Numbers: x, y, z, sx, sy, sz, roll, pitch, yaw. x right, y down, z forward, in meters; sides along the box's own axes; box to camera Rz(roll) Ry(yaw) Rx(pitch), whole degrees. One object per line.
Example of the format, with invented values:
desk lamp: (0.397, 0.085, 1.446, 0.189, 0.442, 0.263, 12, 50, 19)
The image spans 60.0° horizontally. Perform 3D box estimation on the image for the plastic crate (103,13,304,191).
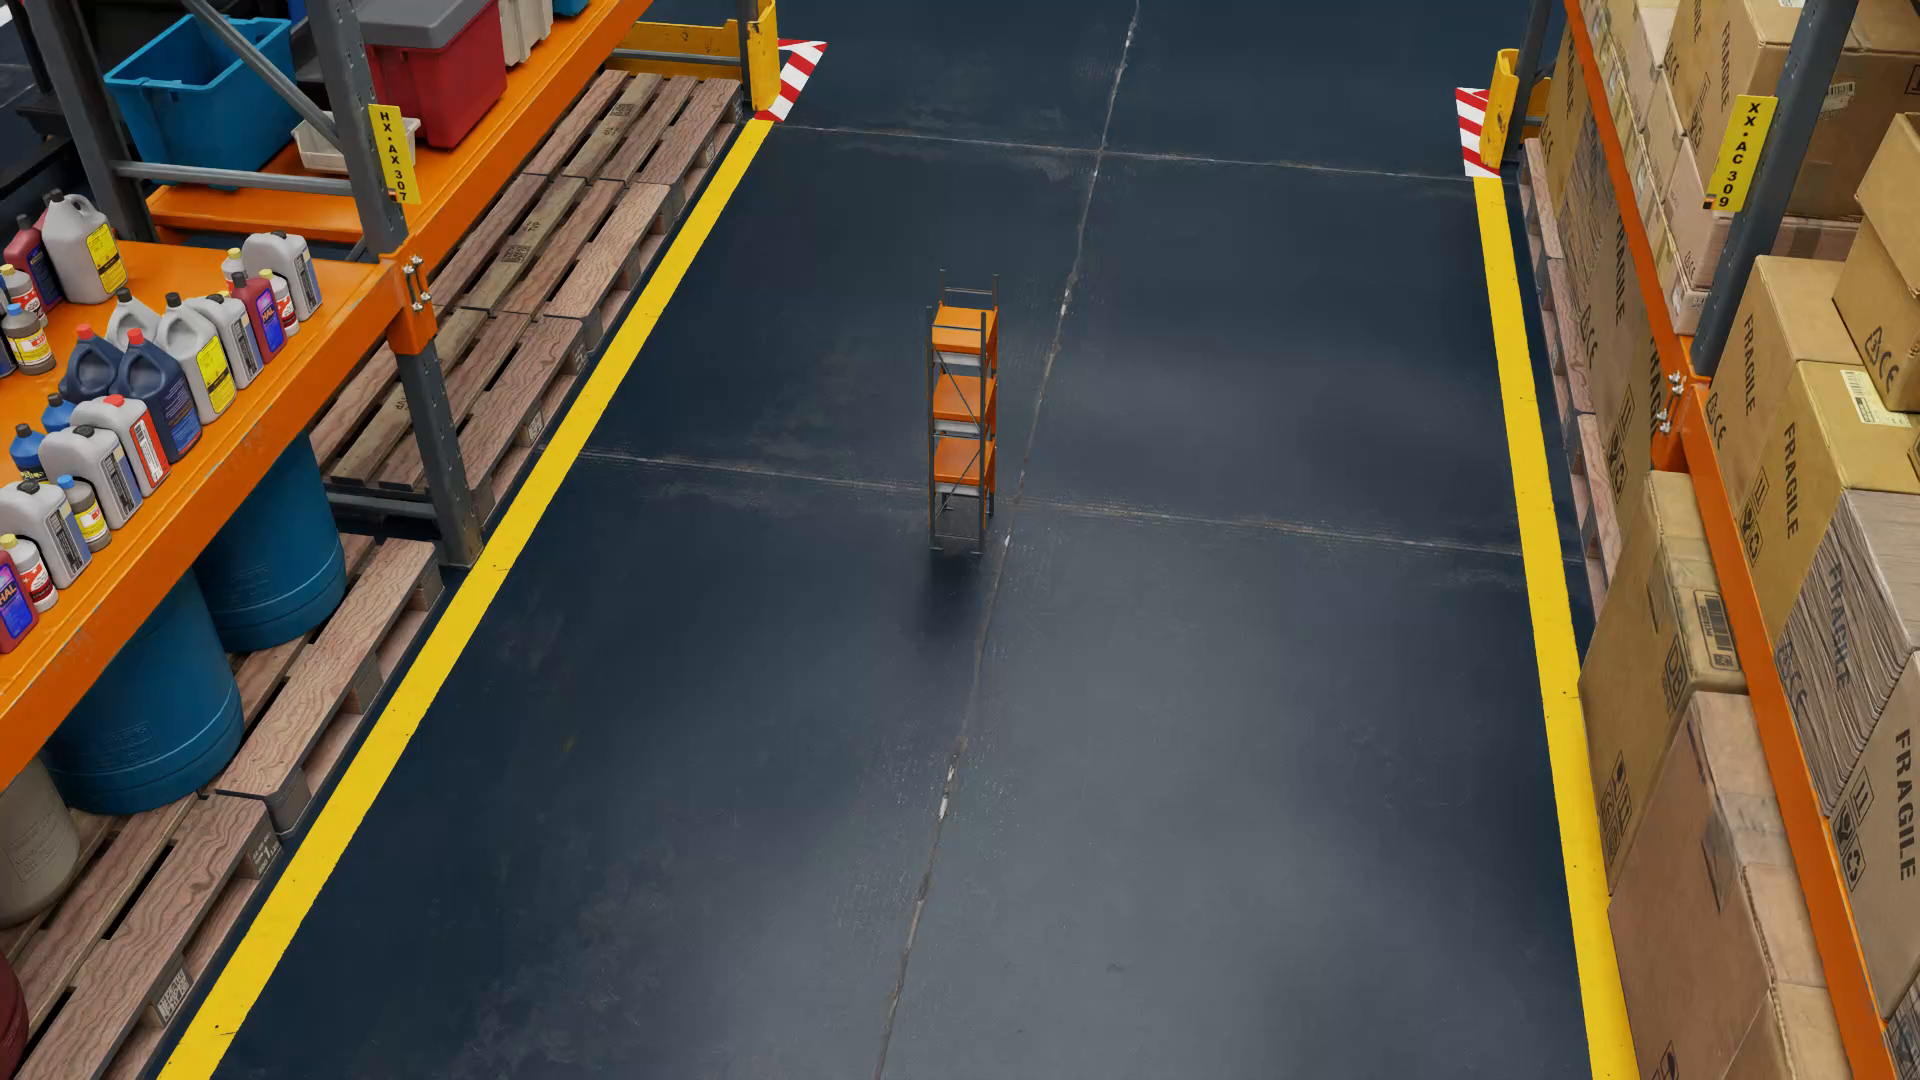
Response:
plastic crate: (-2.533, -1.485, 5.658, 0.392, 0.384, 0.575, 6, 40, 8)

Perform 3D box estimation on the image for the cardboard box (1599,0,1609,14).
cardboard box: (2.770, -2.245, 6.496, 0.500, 0.250, 0.500, 5, 40, 6)

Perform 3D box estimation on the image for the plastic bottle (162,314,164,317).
plastic bottle: (-2.217, -0.551, 4.718, 0.097, 0.201, 0.097, 0, 40, 0)

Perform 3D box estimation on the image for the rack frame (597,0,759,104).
rack frame: (-1.585, -3.648, 8.308, 1.000, 3.000, 0.127, 6, 40, 8)

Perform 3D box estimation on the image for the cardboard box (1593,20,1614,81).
cardboard box: (2.641, -1.853, 6.334, 0.380, 0.149, 0.250, 5, 40, 7)

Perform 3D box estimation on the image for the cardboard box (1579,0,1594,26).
cardboard box: (2.730, -2.173, 6.722, 0.380, 0.149, 0.250, 6, 40, 7)

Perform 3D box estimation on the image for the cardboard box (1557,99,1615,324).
cardboard box: (3.103, -1.463, 7.004, 0.875, 0.875, 0.875, 6, 40, 8)

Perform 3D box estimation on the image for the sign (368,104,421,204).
sign: (-1.736, -1.182, 5.109, 0.100, 0.325, 0.005, 6, 40, 8)

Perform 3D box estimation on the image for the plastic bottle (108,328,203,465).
plastic bottle: (-2.146, -0.390, 4.406, 0.144, 0.351, 0.185, 6, 40, 8)

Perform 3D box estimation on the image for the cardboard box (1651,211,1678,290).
cardboard box: (2.375, -0.884, 5.162, 0.380, 0.149, 0.250, 7, 40, 9)

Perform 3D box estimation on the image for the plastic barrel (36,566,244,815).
plastic barrel: (-2.511, 0.293, 4.858, 0.600, 0.901, 0.708, 6, 40, 8)

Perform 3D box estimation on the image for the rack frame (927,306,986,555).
rack frame: (-0.012, -0.362, 5.863, 0.200, 1.050, 0.008, 6, 40, 8)

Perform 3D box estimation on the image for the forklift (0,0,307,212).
forklift: (-4.093, -3.226, 7.852, 1.130, 2.935, 3.031, 8, 40, 10)

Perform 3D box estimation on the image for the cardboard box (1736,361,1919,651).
cardboard box: (2.189, -0.053, 3.882, 0.500, 0.500, 0.500, 6, 40, 8)

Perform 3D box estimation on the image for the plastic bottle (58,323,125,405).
plastic bottle: (-2.288, -0.405, 4.425, 0.144, 0.351, 0.185, 6, 40, 8)

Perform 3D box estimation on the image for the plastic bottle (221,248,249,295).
plastic bottle: (-2.154, -0.780, 4.995, 0.097, 0.201, 0.097, 0, 40, 0)

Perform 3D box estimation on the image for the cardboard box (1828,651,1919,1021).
cardboard box: (2.017, 0.586, 3.109, 0.500, 0.500, 0.500, 7, 40, 9)

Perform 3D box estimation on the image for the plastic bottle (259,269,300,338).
plastic bottle: (-2.021, -0.702, 4.901, 0.097, 0.201, 0.097, 0, 40, 0)

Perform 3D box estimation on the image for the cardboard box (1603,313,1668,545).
cardboard box: (2.794, -0.340, 5.645, 0.875, 0.875, 0.875, 6, 40, 8)

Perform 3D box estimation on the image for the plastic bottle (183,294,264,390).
plastic bottle: (-2.091, -0.577, 4.692, 0.152, 0.276, 0.135, 6, 40, 8)

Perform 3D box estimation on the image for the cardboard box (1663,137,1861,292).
cardboard box: (2.418, -0.954, 4.934, 0.500, 0.250, 0.500, 6, 40, 7)

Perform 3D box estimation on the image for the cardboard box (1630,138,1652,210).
cardboard box: (2.464, -1.206, 5.552, 0.380, 0.149, 0.250, 7, 40, 9)

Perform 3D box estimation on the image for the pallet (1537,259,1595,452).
pallet: (3.018, -0.753, 6.995, 1.003, 0.211, 1.213, 6, 40, 8)

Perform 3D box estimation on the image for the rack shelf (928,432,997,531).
rack shelf: (0.009, -0.216, 6.140, 0.215, 0.259, 0.240, 6, 40, 8)

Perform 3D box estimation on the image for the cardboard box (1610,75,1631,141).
cardboard box: (2.553, -1.529, 5.942, 0.380, 0.149, 0.250, 6, 40, 7)

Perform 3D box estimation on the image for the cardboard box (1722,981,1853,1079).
cardboard box: (2.210, 1.587, 3.315, 1.225, 0.875, 0.875, 7, 40, 8)

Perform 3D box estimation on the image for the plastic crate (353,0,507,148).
plastic crate: (-1.876, -1.718, 5.877, 0.402, 0.464, 0.583, 6, 40, 8)

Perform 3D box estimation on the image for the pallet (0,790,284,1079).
pallet: (-2.661, 1.185, 4.651, 1.003, 0.211, 1.213, 6, 40, 8)

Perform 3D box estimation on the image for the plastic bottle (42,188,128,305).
plastic bottle: (-2.665, -0.908, 5.033, 0.144, 0.351, 0.185, 6, 40, 8)

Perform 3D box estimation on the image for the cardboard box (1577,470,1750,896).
cardboard box: (2.510, 0.469, 4.666, 1.225, 0.875, 0.875, 7, 40, 8)

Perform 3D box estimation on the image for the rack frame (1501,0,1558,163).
rack frame: (3.293, -3.102, 7.648, 1.000, 3.000, 0.127, 6, 40, 8)

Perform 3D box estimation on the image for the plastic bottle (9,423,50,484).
plastic bottle: (-2.327, -0.177, 4.211, 0.097, 0.271, 0.097, 0, 40, 0)

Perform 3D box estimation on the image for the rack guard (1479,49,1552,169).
rack guard: (3.297, -2.153, 8.462, 1.175, 0.500, 0.348, 6, 40, 8)

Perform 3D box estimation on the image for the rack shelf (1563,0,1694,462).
rack shelf: (2.947, -1.569, 6.359, 1.077, 0.370, 4.000, 6, 40, 8)

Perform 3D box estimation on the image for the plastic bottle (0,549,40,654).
plastic bottle: (-2.236, 0.116, 3.847, 0.061, 0.283, 0.133, 6, 40, 8)

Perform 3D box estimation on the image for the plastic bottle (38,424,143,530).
plastic bottle: (-2.201, -0.177, 4.207, 0.152, 0.276, 0.135, 6, 40, 8)

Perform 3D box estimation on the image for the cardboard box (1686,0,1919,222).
cardboard box: (2.417, -1.255, 4.710, 0.500, 0.500, 0.500, 7, 40, 9)

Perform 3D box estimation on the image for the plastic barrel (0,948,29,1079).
plastic barrel: (-2.707, 1.123, 4.101, 0.600, 0.588, 0.708, 6, 40, 8)

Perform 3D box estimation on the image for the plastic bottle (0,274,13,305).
plastic bottle: (-2.803, -0.686, 4.826, 0.097, 0.271, 0.097, 0, 40, 0)

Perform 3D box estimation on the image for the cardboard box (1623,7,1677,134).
cardboard box: (2.594, -1.600, 5.715, 0.500, 0.250, 0.500, 7, 40, 9)

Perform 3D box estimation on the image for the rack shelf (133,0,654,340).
rack shelf: (-1.932, -2.115, 7.019, 1.077, 0.370, 4.000, 6, 40, 8)

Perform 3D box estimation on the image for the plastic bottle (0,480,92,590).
plastic bottle: (-2.241, -0.031, 4.031, 0.152, 0.276, 0.135, 6, 40, 8)

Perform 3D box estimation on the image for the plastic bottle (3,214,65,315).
plastic bottle: (-2.784, -0.826, 4.986, 0.061, 0.283, 0.133, 6, 40, 8)

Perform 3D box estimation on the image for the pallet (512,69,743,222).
pallet: (-1.766, -2.060, 8.576, 1.003, 0.211, 1.213, 6, 40, 8)

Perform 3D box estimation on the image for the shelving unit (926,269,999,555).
shelving unit: (0.009, -0.438, 5.956, 0.215, 1.050, 0.252, 6, 40, 8)

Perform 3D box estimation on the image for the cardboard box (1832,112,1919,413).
cardboard box: (2.498, -0.615, 3.774, 0.797, 0.503, 0.637, 5, 40, 7)

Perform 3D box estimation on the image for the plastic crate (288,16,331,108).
plastic crate: (-2.349, -1.787, 6.226, 0.437, 0.125, 0.590, 6, 40, 8)

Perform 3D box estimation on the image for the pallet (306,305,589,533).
pallet: (-2.189, -0.529, 6.724, 1.003, 0.211, 1.213, 6, 40, 8)
